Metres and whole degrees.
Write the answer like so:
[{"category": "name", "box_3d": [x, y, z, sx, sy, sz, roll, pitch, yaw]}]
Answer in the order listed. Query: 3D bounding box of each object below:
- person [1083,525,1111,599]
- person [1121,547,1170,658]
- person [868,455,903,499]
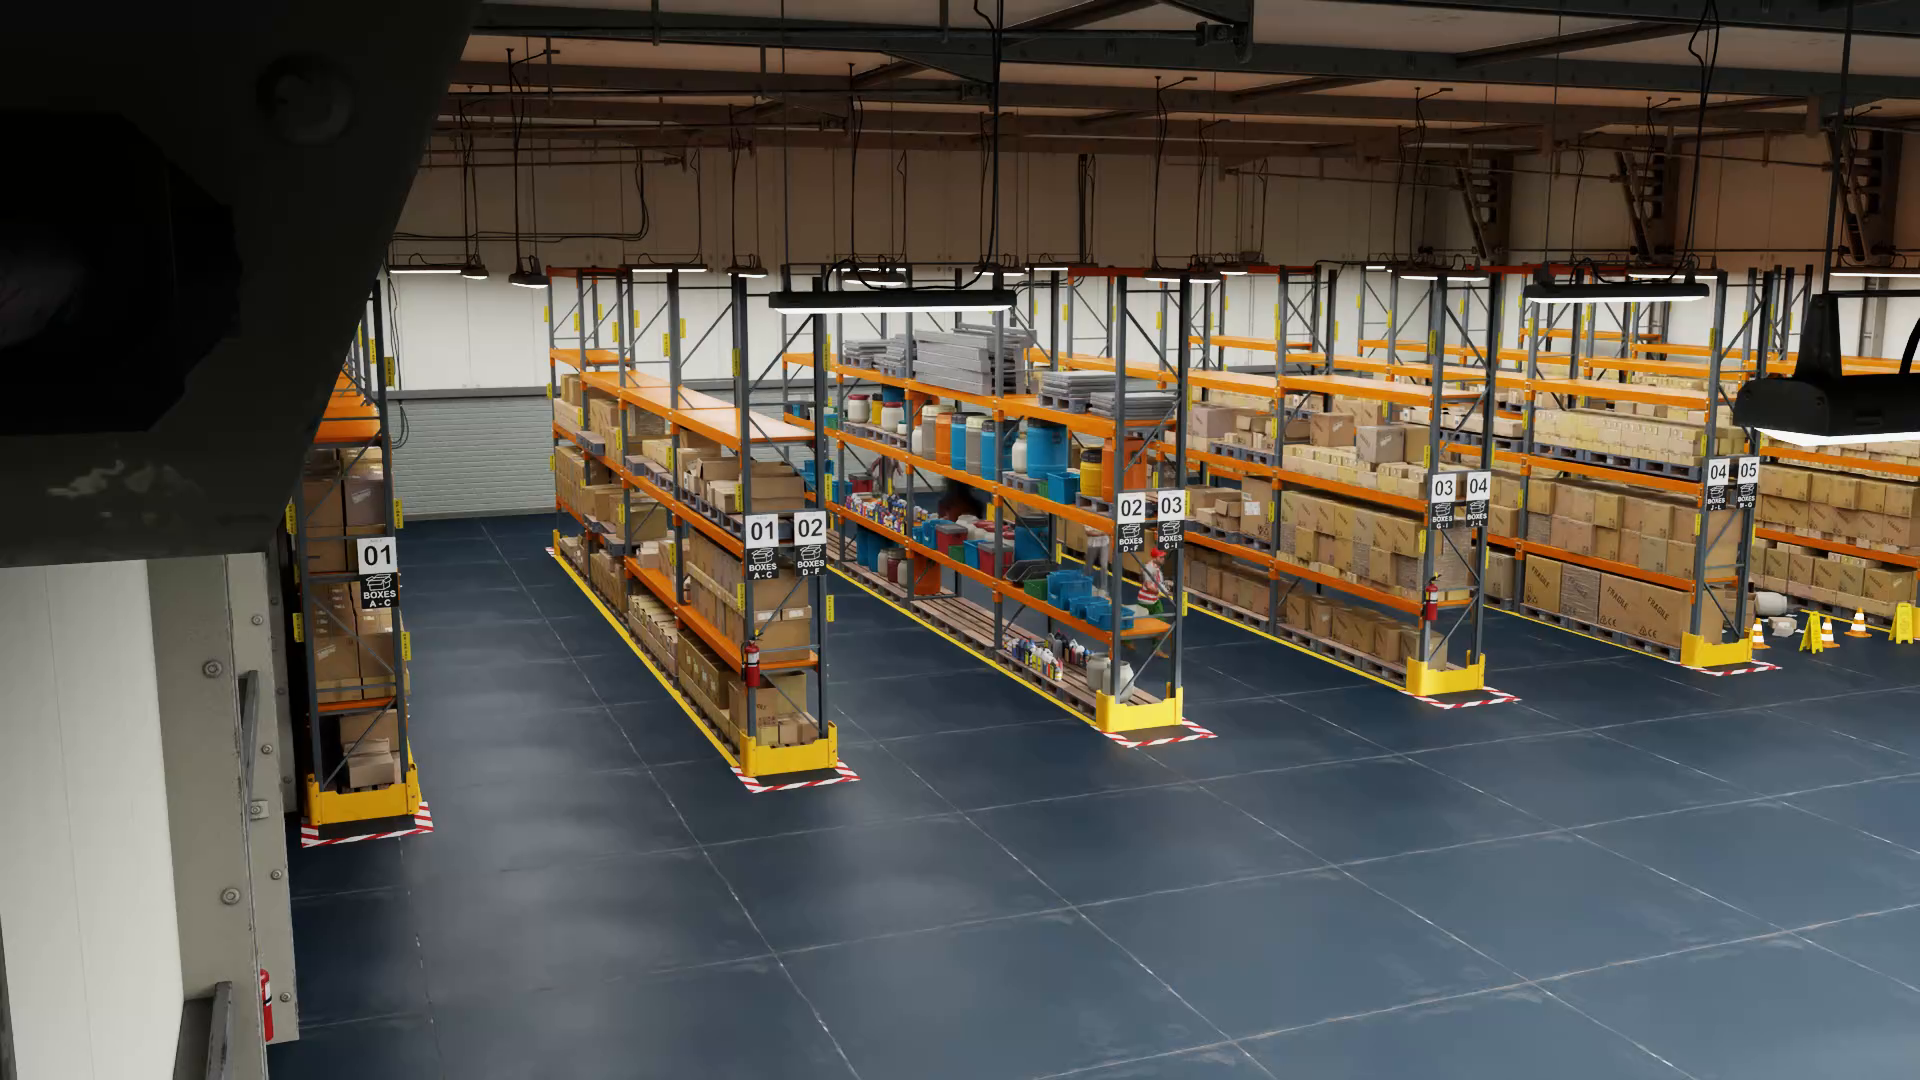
[{"category": "person", "box_3d": [2.423, 0.145, 29.220, 0.567, 1.758, 0.814, -4, 11, -23]}, {"category": "person", "box_3d": [2.883, 0.963, 26.015, 0.855, 1.764, 0.625, 5, 11, 28]}, {"category": "person", "box_3d": [-1.744, -1.426, 40.110, 0.651, 1.708, 0.917, 9, 13, 42]}]
